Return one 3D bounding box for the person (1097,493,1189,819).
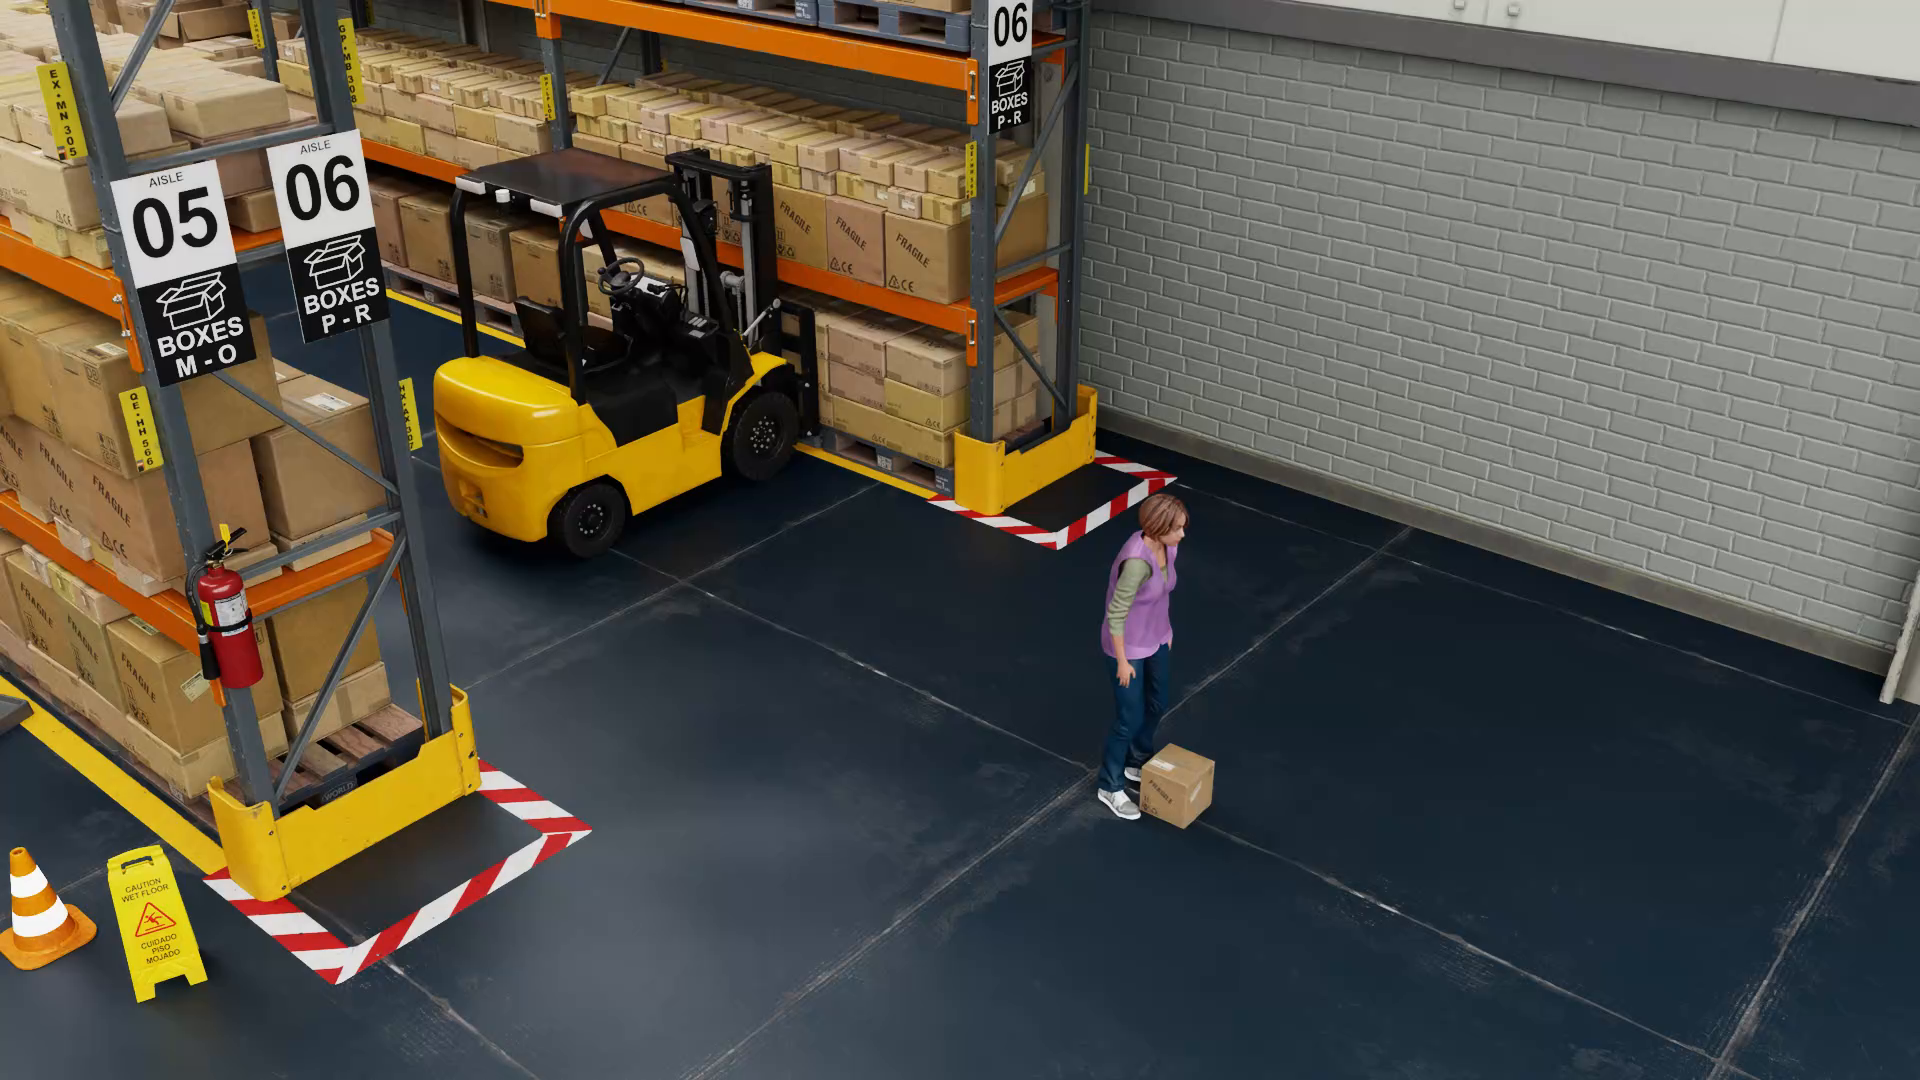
[{"bbox_3d":[0.834,0.503,7.677,0.350,1.591,0.467,19,33,32],"label":"person"}]
